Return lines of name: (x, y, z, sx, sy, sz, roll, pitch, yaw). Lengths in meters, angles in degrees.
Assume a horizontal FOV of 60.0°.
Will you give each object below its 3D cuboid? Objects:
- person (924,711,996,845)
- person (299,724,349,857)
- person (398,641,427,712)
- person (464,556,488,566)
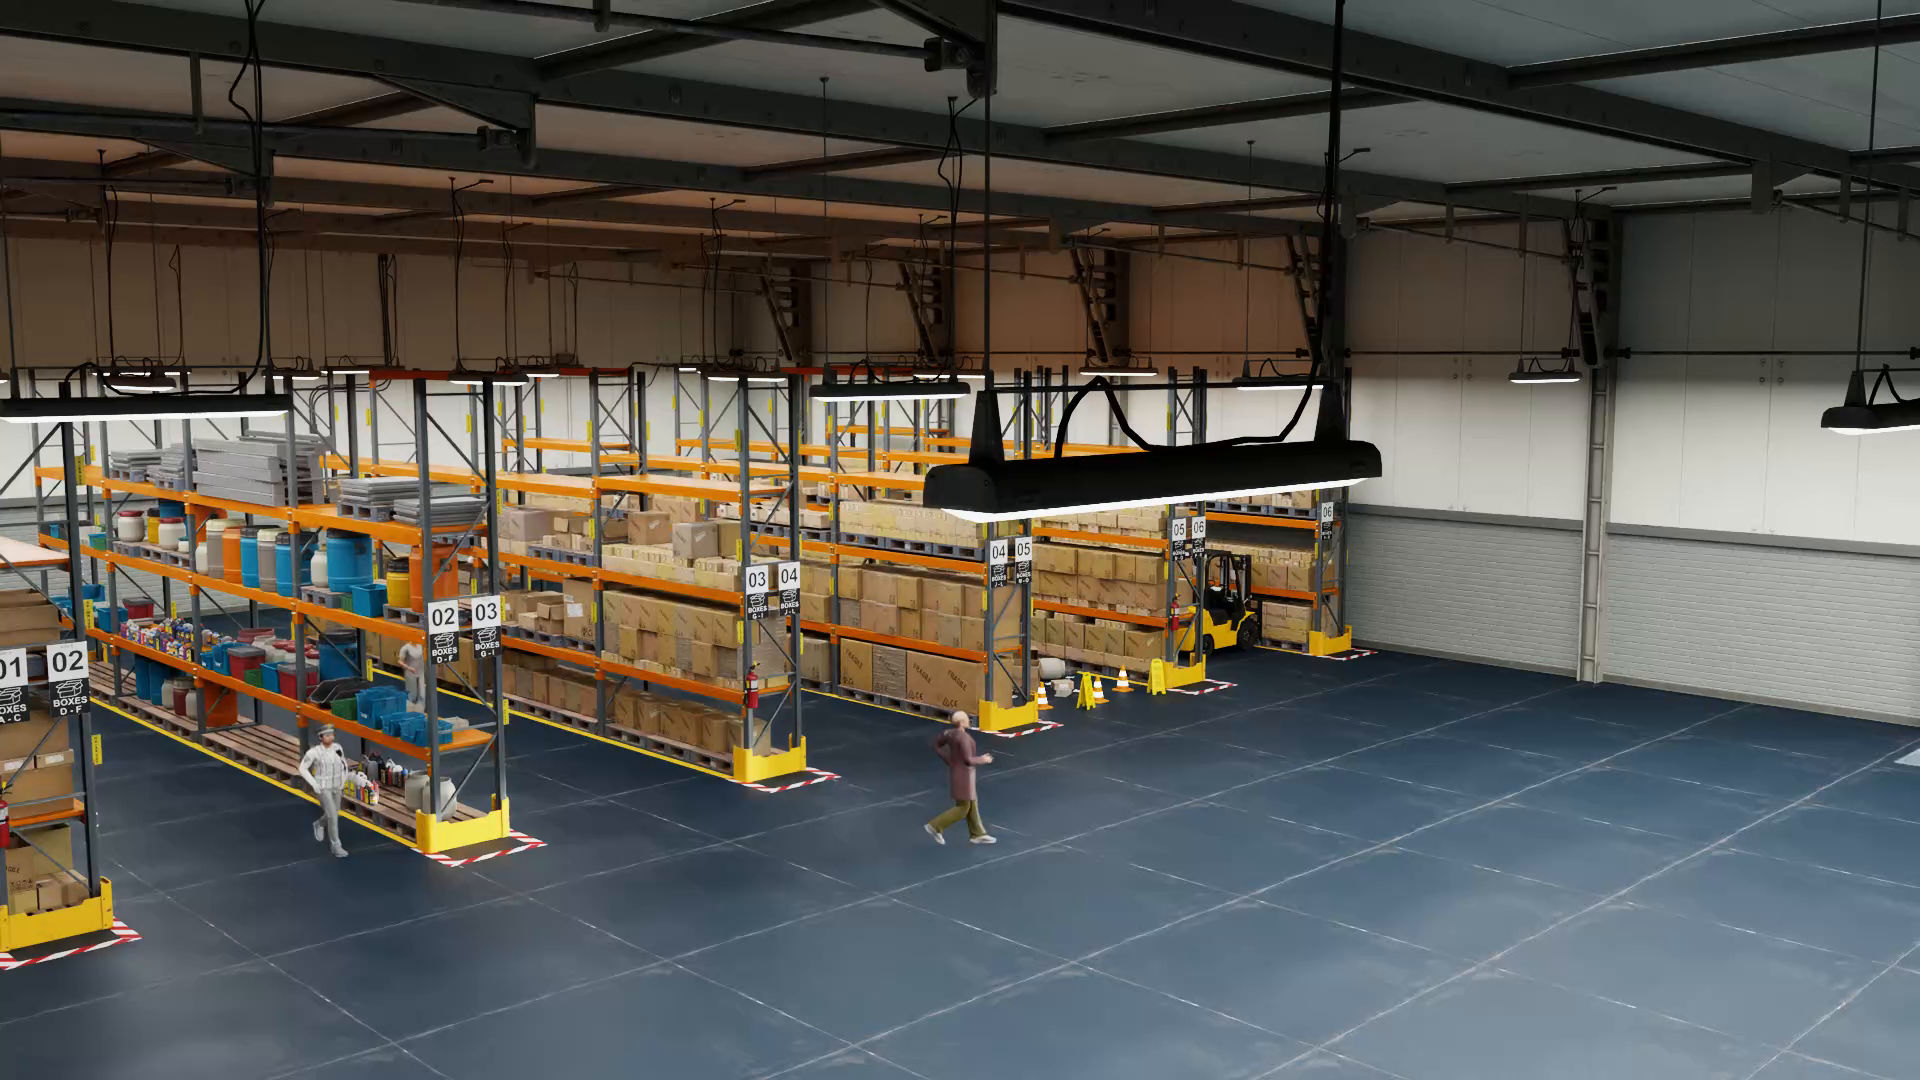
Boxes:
person: (0.005, 3.053, 21.176, 1.037, 1.776, 0.712, -3, 7, -22)
person: (-8.056, 3.140, 21.043, 0.769, 1.690, 0.590, 5, 8, 37)
person: (-9.342, 2.322, 28.428, 0.808, 1.661, 0.575, 6, 9, 41)
person: (-11.486, 1.030, 39.402, 0.697, 1.778, 0.888, 0, 6, -1)
